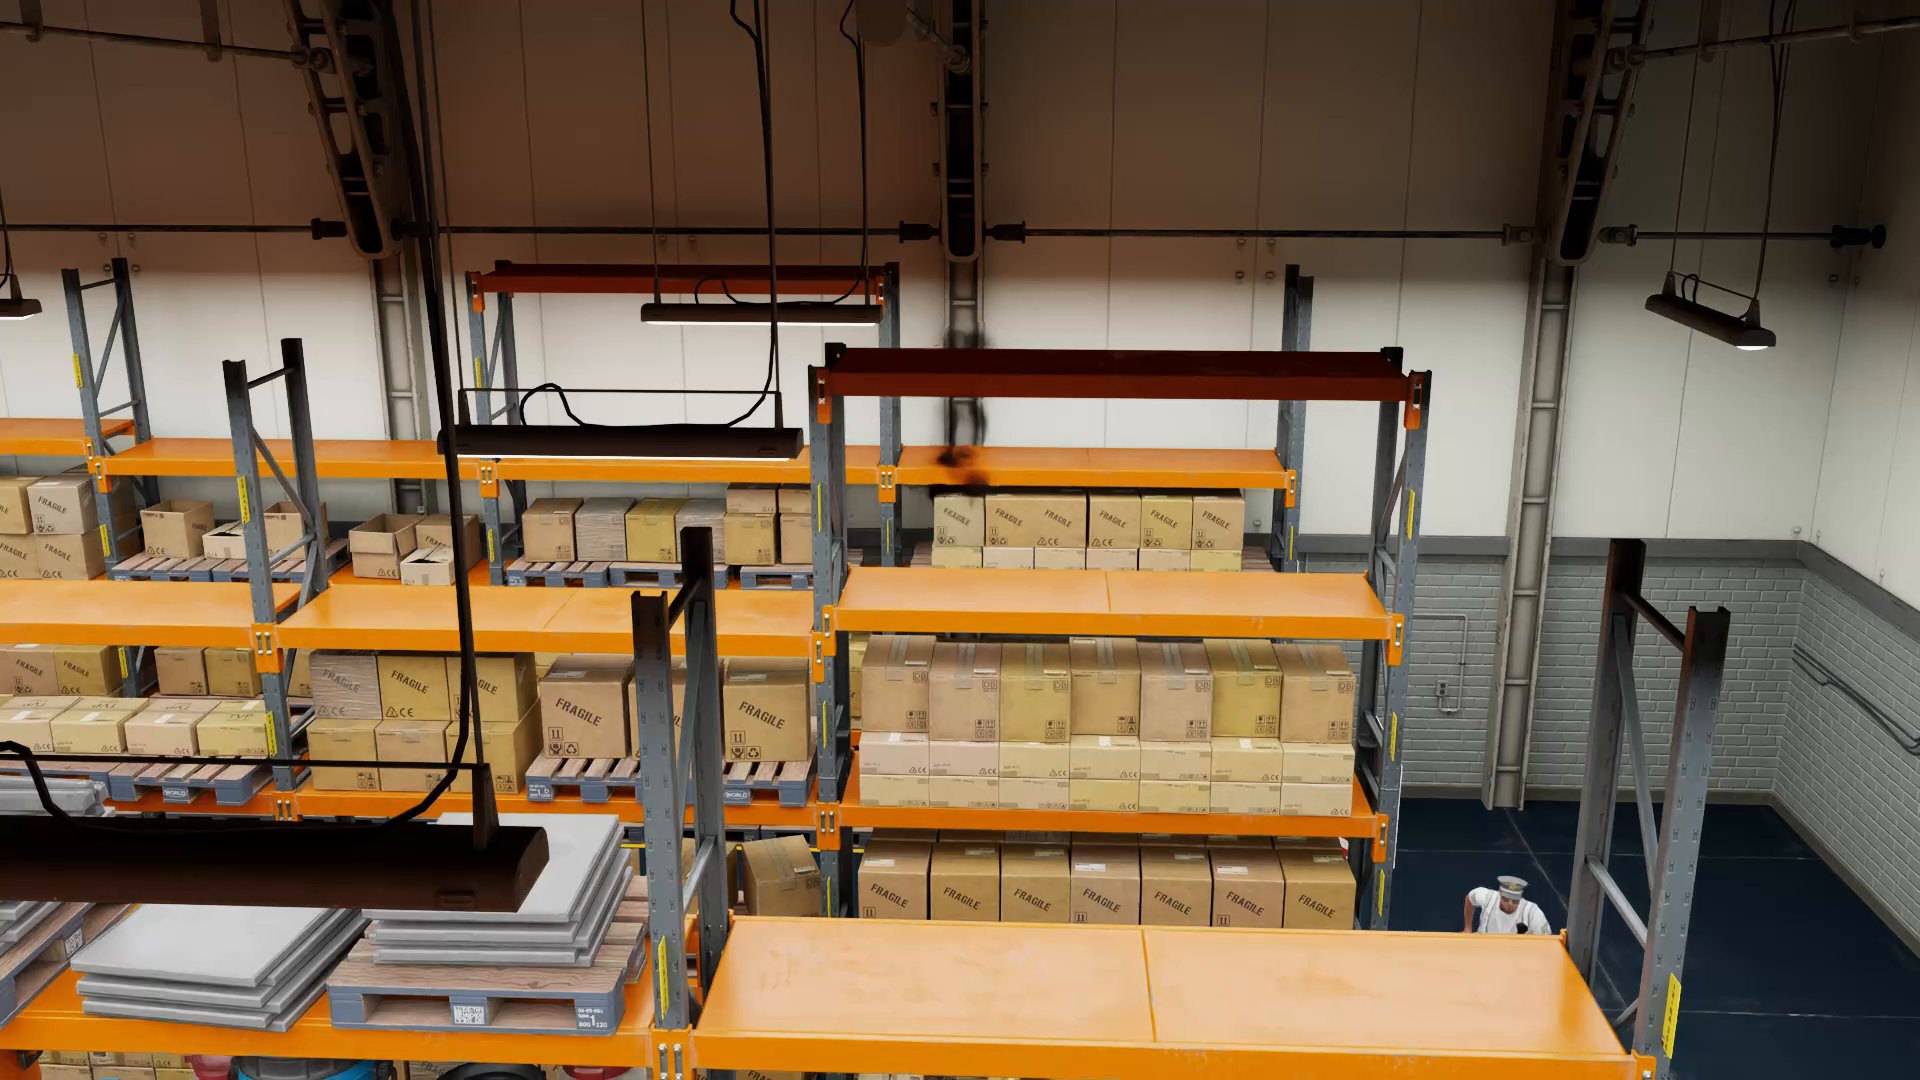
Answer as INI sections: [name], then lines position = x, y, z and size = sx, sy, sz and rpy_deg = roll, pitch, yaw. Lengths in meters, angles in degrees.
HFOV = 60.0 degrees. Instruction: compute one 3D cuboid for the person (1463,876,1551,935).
[person]
position = 4.490, 3.440, 13.722
size = 0.677, 1.710, 0.954
rpy_deg = 4, 17, 14
